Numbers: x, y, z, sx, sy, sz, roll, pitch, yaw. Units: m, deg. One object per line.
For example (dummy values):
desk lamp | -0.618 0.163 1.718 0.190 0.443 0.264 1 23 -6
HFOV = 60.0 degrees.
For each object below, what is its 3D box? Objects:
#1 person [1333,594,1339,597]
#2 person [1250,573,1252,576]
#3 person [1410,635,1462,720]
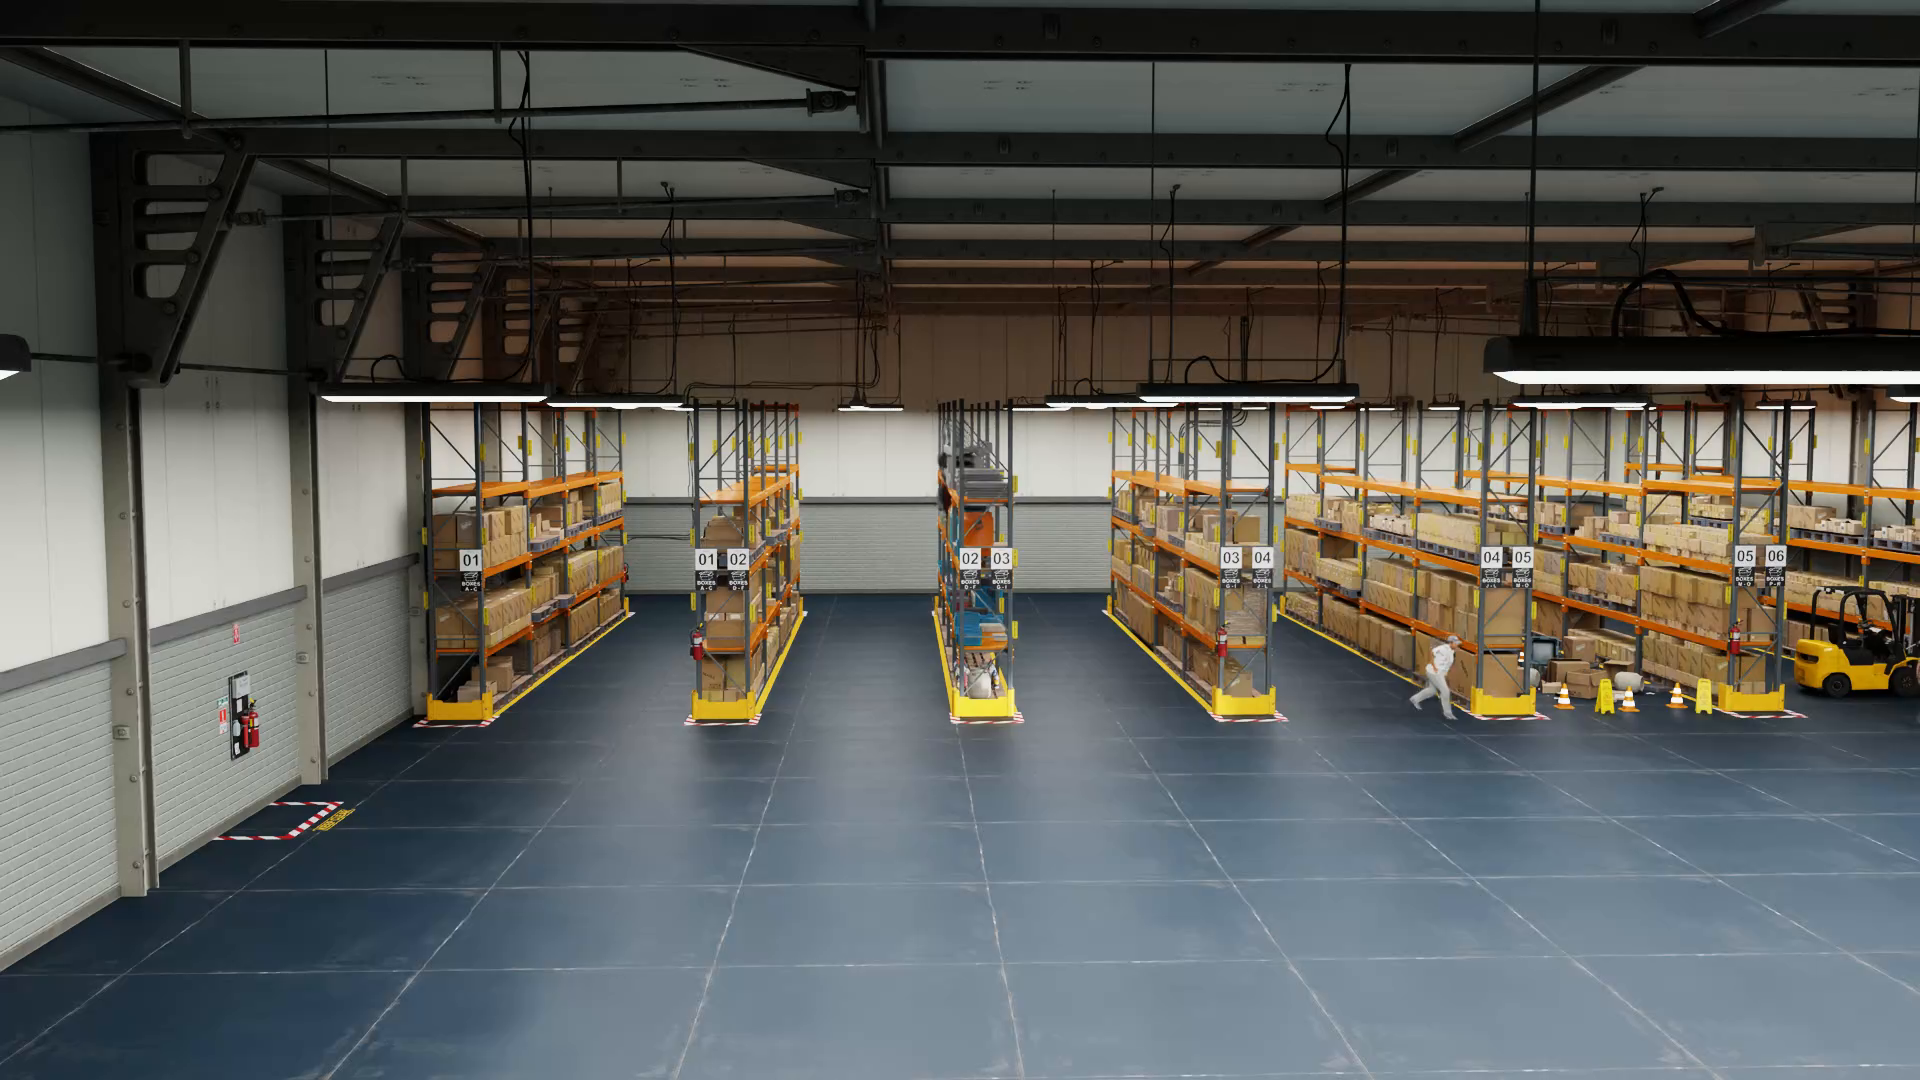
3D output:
person | 11.038 1.293 48.179 0.636 1.590 0.610 -3 5 -31
person | 8.607 1.197 48.392 0.572 1.699 0.730 -2 5 -28
person | 8.960 2.575 31.388 1.033 1.626 0.643 4 6 42
